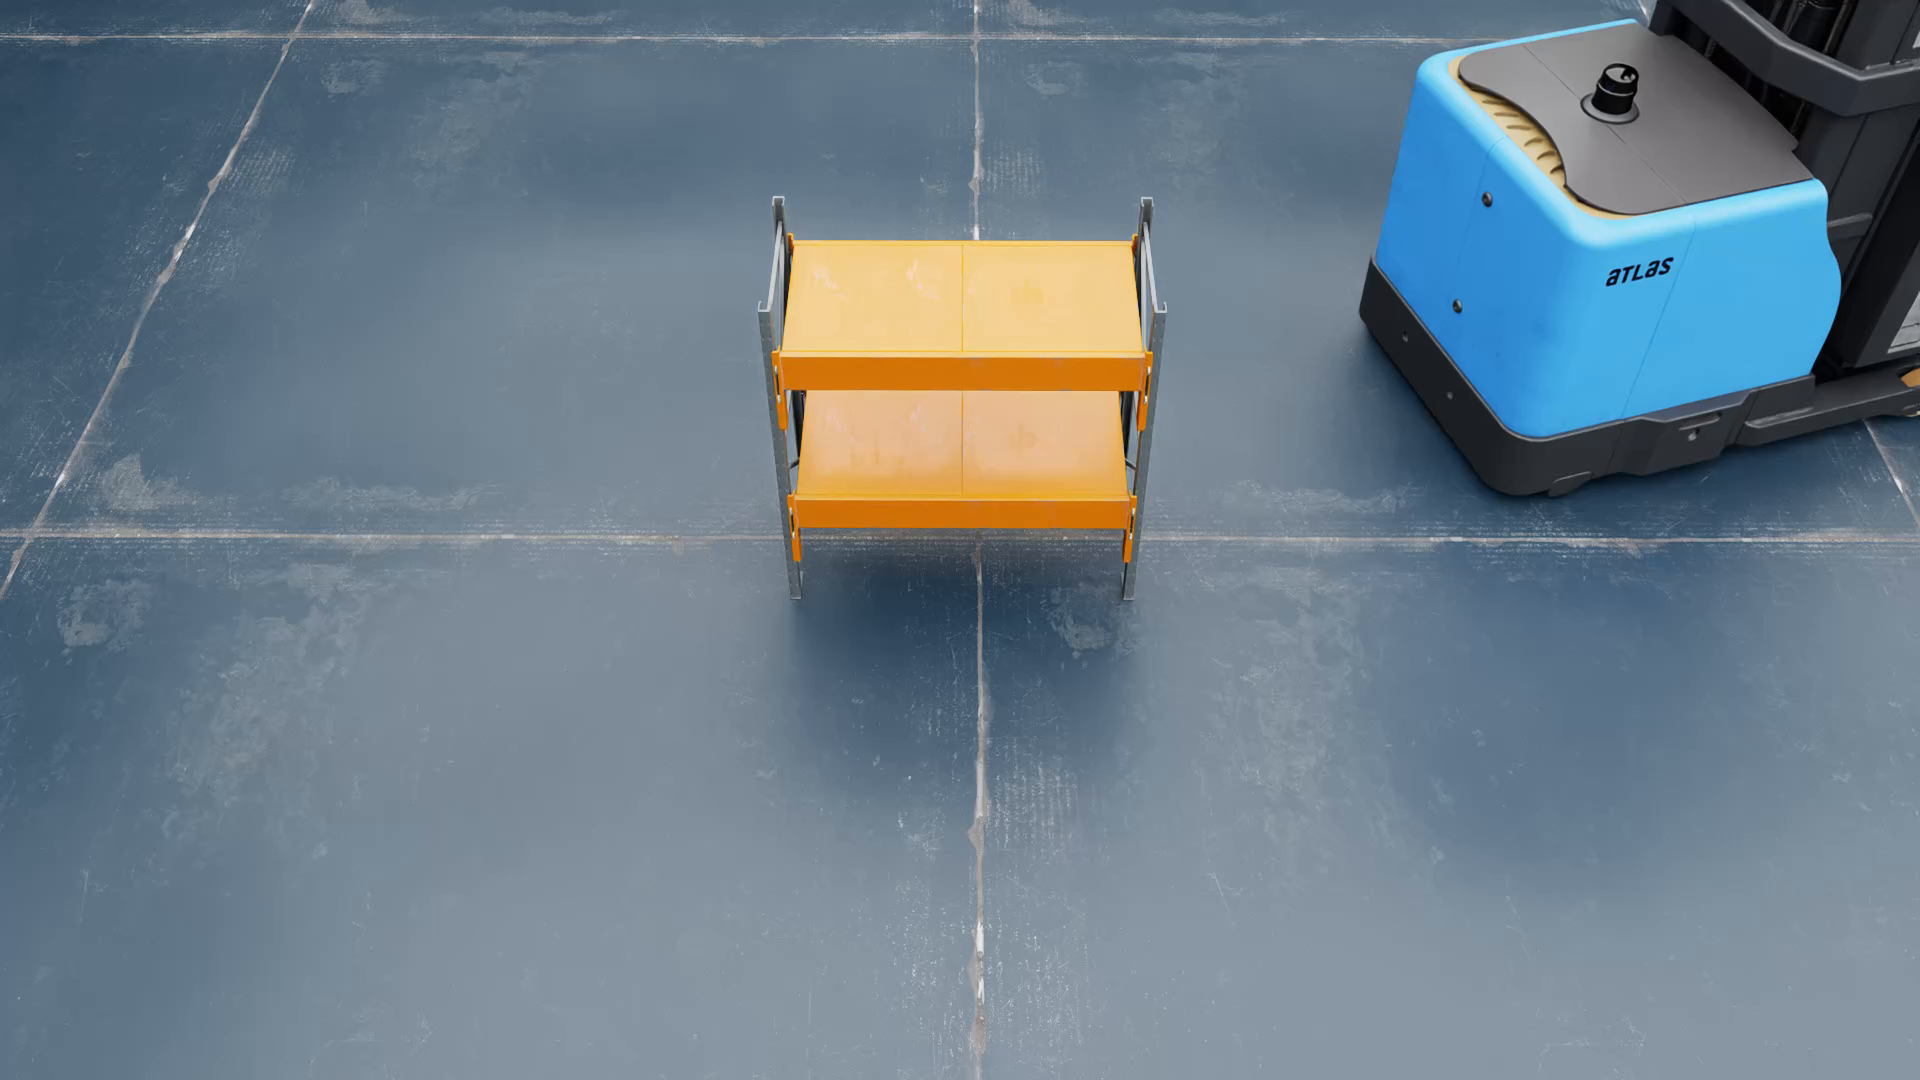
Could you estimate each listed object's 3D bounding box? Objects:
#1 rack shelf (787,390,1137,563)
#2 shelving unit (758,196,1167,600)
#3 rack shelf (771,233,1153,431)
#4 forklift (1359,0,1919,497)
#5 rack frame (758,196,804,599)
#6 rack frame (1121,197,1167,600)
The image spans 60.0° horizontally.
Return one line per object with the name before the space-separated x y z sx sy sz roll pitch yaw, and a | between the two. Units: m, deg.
rack shelf | 0.007 -0.217 5.017 1.000 0.278 0.538 0 47 0
shelving unit | 0.007 -0.383 4.838 1.048 1.125 0.538 0 47 0
rack shelf | 0.007 -0.583 4.624 1.000 0.278 0.538 0 47 0
forklift | 2.991 -1.773 4.898 3.031 2.935 1.130 -13 48 -12
rack frame | -0.502 -0.385 4.840 0.032 1.125 0.500 0 47 0
rack frame | 0.515 -0.382 4.837 0.032 1.125 0.500 0 47 0
